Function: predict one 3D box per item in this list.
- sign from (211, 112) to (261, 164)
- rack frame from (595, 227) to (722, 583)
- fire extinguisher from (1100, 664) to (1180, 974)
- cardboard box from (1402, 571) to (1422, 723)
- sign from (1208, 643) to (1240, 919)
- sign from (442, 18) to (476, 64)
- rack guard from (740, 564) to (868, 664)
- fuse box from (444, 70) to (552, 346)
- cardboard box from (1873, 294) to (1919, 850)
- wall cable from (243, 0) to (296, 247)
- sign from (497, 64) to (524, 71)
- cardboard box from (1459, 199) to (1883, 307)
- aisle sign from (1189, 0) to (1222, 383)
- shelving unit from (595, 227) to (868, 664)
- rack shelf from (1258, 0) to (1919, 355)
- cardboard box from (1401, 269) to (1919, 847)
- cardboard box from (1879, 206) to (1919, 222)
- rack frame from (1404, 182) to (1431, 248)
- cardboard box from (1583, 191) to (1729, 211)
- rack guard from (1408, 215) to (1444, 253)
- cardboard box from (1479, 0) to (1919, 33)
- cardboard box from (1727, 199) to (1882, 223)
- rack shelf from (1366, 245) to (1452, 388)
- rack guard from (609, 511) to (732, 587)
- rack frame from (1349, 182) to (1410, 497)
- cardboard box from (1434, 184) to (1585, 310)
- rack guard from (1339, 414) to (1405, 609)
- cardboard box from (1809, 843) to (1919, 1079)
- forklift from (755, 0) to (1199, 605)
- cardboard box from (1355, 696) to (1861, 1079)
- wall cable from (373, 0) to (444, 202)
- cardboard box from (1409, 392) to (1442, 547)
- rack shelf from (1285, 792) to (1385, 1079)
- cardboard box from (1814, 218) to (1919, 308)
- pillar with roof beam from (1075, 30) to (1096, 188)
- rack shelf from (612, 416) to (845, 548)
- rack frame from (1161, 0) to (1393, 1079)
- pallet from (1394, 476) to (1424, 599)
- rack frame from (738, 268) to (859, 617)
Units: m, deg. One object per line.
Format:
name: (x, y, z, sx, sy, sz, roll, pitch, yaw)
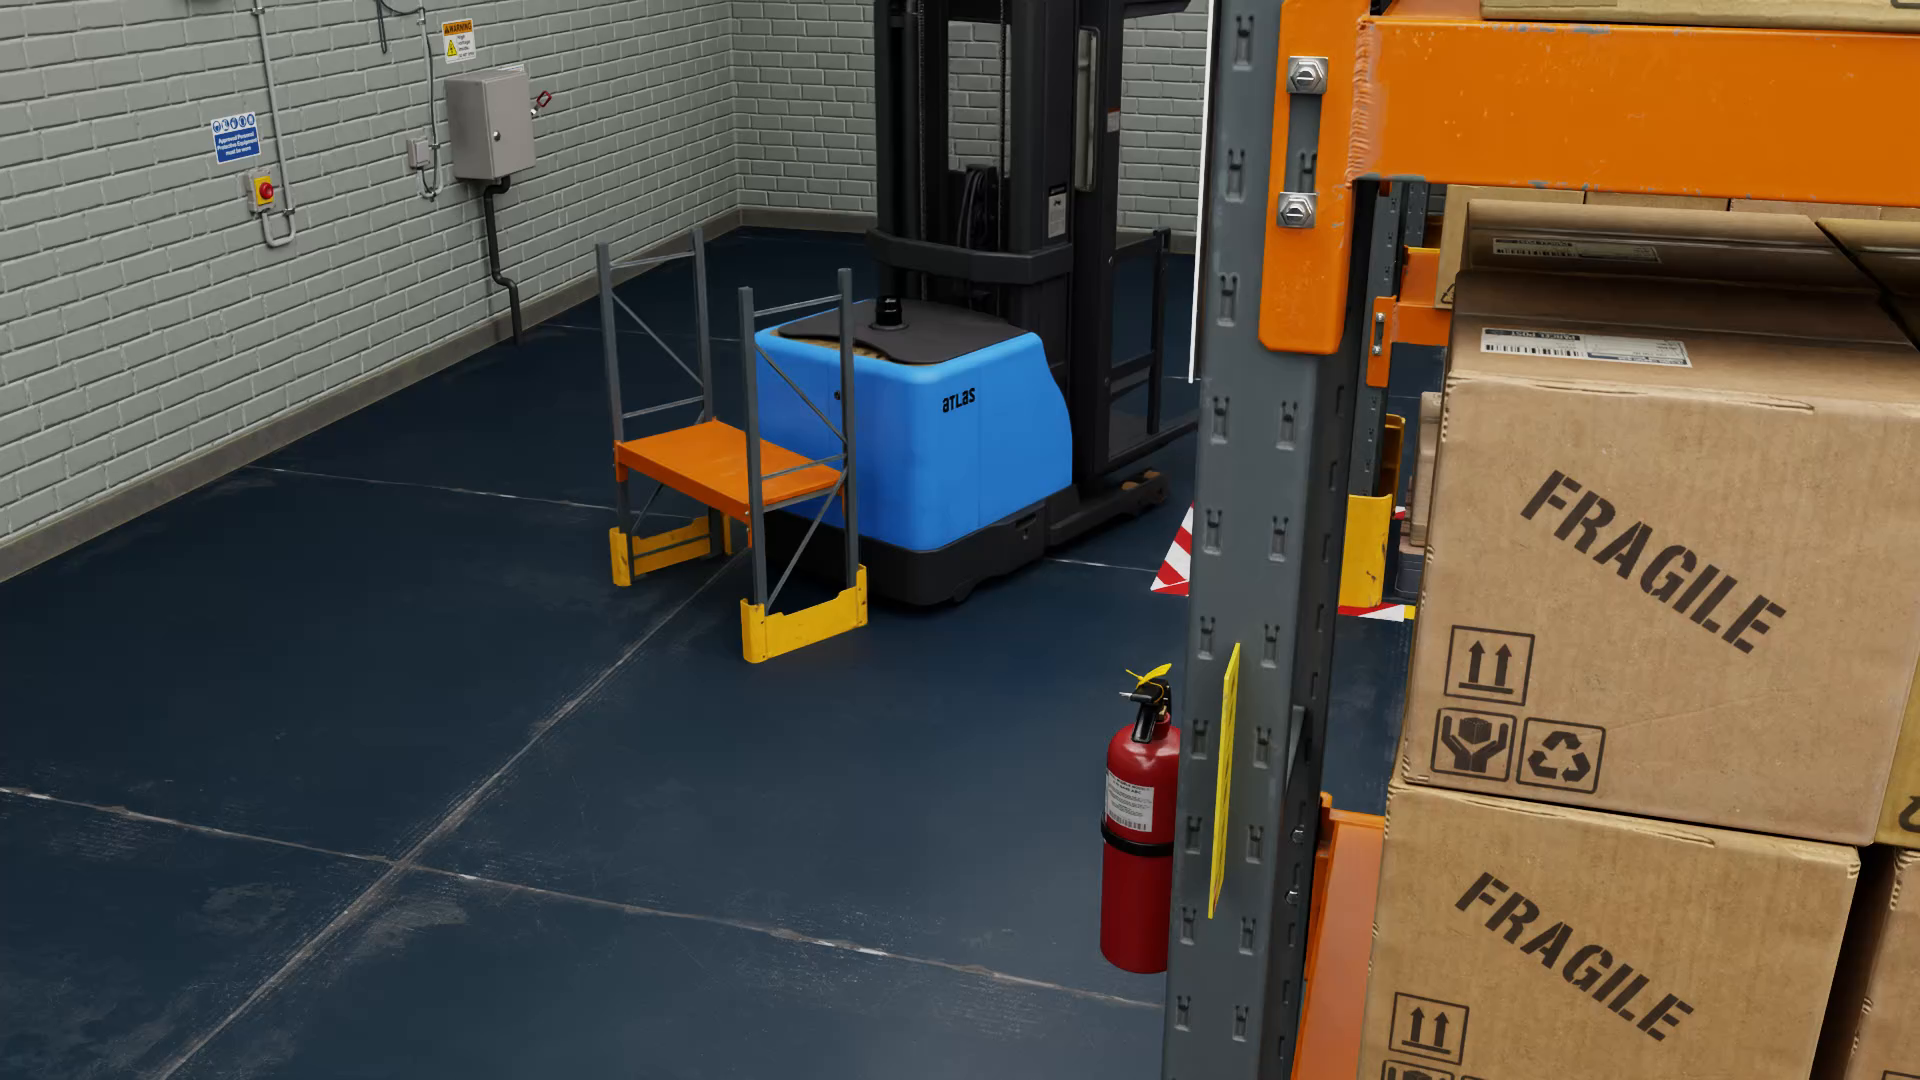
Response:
sign: (-3.674, -2.043, 8.441, 0.001, 0.218, 0.327, 7, 23, 16)
rack frame: (-1.286, -0.569, 7.182, 0.500, 1.500, 0.032, -19, 29, -38)
fire extinguisher: (0.363, 0.504, 3.183, 0.183, 0.674, 0.296, 7, 23, 16)
cardboard box: (0.975, 0.263, 2.654, 0.500, 0.500, 0.500, 7, 23, 17)
sign: (0.314, 0.287, 1.976, 0.005, 0.325, 0.100, 7, 23, 16)
sign: (-3.069, -3.060, 10.190, 0.001, 0.242, 0.339, 7, 23, 16)
rack guard: (-0.624, 0.292, 6.729, 0.587, 0.250, 0.087, -19, 29, -38)
fuse box: (-2.855, -2.080, 10.585, 0.414, 1.711, 0.539, 7, 23, 16)
cardboard box: (1.309, 0.043, 1.872, 0.500, 0.500, 0.500, 7, 23, 17)
wall cable: (-3.601, -2.413, 8.320, 0.123, 1.953, 0.585, 7, 23, 16)
sign: (-2.910, -2.834, 10.851, 0.001, 0.494, 0.329, 7, 23, 16)
cardboard box: (0.981, -0.196, 2.454, 0.500, 0.500, 0.500, 6, 23, 14)
aisle sign: (0.314, -0.611, 1.882, 0.004, 0.787, 0.394, 7, 23, 16)
shelving unit: (-0.954, -0.428, 6.836, 0.587, 1.500, 1.083, -19, 29, -38)
rack shelf: (2.386, -0.345, 1.654, 4.000, 0.370, 1.077, 7, 23, 16)
cardboard box: (0.824, -0.010, 2.001, 0.500, 0.500, 0.500, 6, 23, 15)
cardboard box: (3.639, -1.052, 6.250, 0.500, 0.500, 0.500, 7, 23, 17)
rack frame: (3.234, -3.123, 11.430, 0.127, 3.000, 1.000, 7, 23, 16)
cardboard box: (2.673, -1.163, 6.521, 0.500, 0.500, 0.500, 6, 23, 15)
rack guard: (3.307, -1.958, 11.884, 0.348, 0.500, 1.175, 7, 23, 16)
cardboard box: (0.827, -0.686, 1.734, 0.500, 0.250, 0.500, 7, 23, 17)
cardboard box: (3.155, -1.101, 6.369, 0.500, 0.500, 0.500, 6, 23, 15)
rack shelf: (3.719, -0.767, 6.635, 4.000, 0.370, 1.077, 7, 23, 16)
rack guard: (-1.285, 0.009, 7.418, 0.587, 0.250, 0.087, -19, 29, -38)
rack frame: (1.804, -1.319, 7.033, 0.127, 3.000, 1.000, 7, 23, 16)
cardboard box: (2.181, -1.208, 6.631, 0.500, 0.500, 0.500, 6, 23, 15)
rack guard: (1.781, -0.165, 7.514, 0.348, 0.500, 1.175, 7, 23, 16)
cardboard box: (1.341, 0.506, 2.061, 0.500, 0.500, 0.500, 7, 23, 16)
forklift: (0.385, -1.575, 7.749, 1.130, 2.935, 3.031, 17, 28, 35)
cardboard box: (0.821, 0.456, 2.181, 0.500, 0.500, 0.500, 8, 24, 18)
wall cable: (-3.203, -2.915, 9.585, 0.122, 1.984, 0.588, 7, 23, 16)
cardboard box: (2.465, -0.292, 7.351, 0.875, 0.438, 0.875, 6, 23, 14)
rack shelf: (2.386, 1.043, 2.223, 4.000, 0.370, 1.077, 7, 23, 16)
cardboard box: (1.466, -0.140, 2.319, 0.500, 0.500, 0.500, 6, 23, 14)
pillar with roof beam: (-0.330, -4.957, 7.998, 0.400, 9.000, 9.100, 7, 23, 16)
rack shelf: (-0.948, -0.259, 6.898, 0.538, 0.185, 1.000, -19, 29, -38)
rack frame: (0.470, 0.492, 2.618, 0.053, 2.616, 0.949, 7, 23, 16)
pallet: (2.592, 0.031, 7.418, 1.213, 0.211, 1.003, 7, 23, 16)
rack frame: (-0.611, -0.281, 6.478, 0.500, 1.500, 0.032, -19, 29, -38)
